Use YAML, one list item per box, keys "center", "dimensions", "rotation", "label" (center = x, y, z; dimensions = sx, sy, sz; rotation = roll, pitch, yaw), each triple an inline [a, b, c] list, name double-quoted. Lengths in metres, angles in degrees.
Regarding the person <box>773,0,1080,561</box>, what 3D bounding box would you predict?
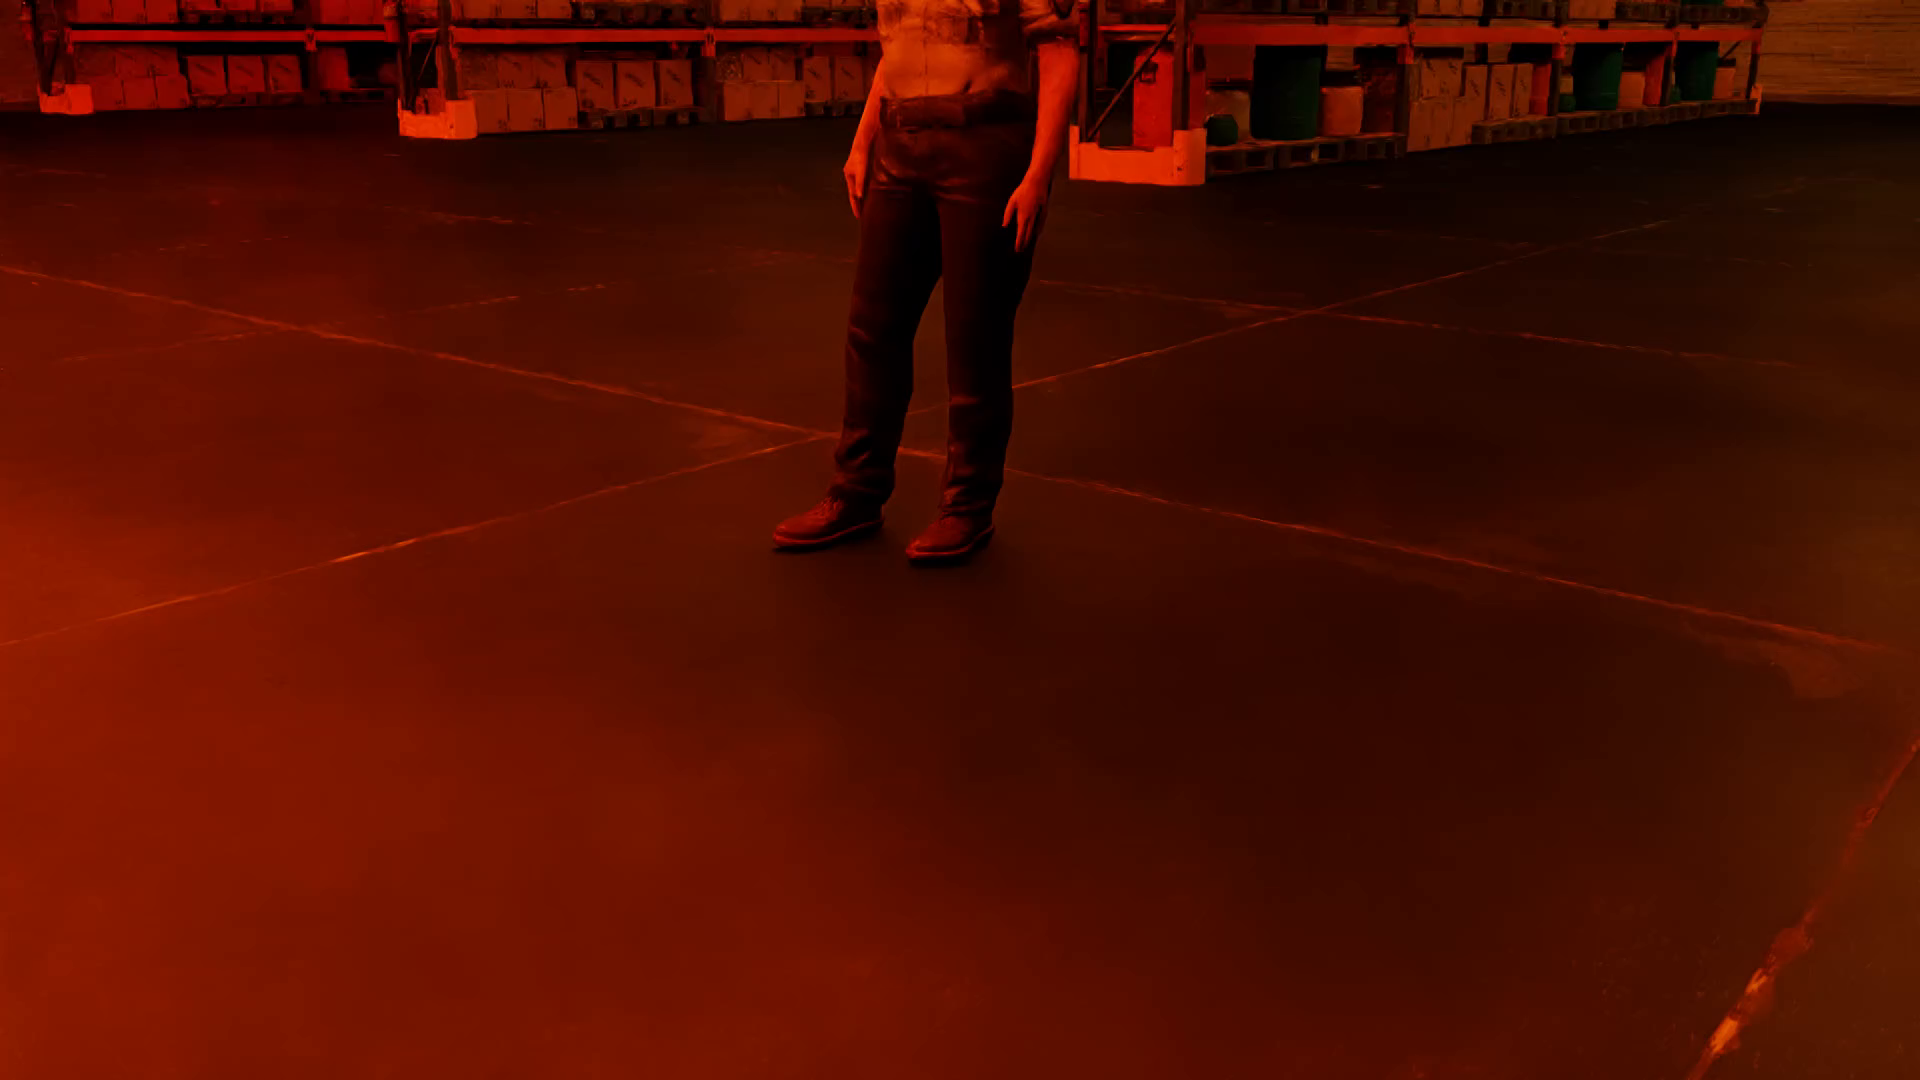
- center: [-0.075, -0.779, 3.648]
  dimensions: [0.599, 1.650, 0.502]
  rotation: [13, 21, 37]
  label: "person"
